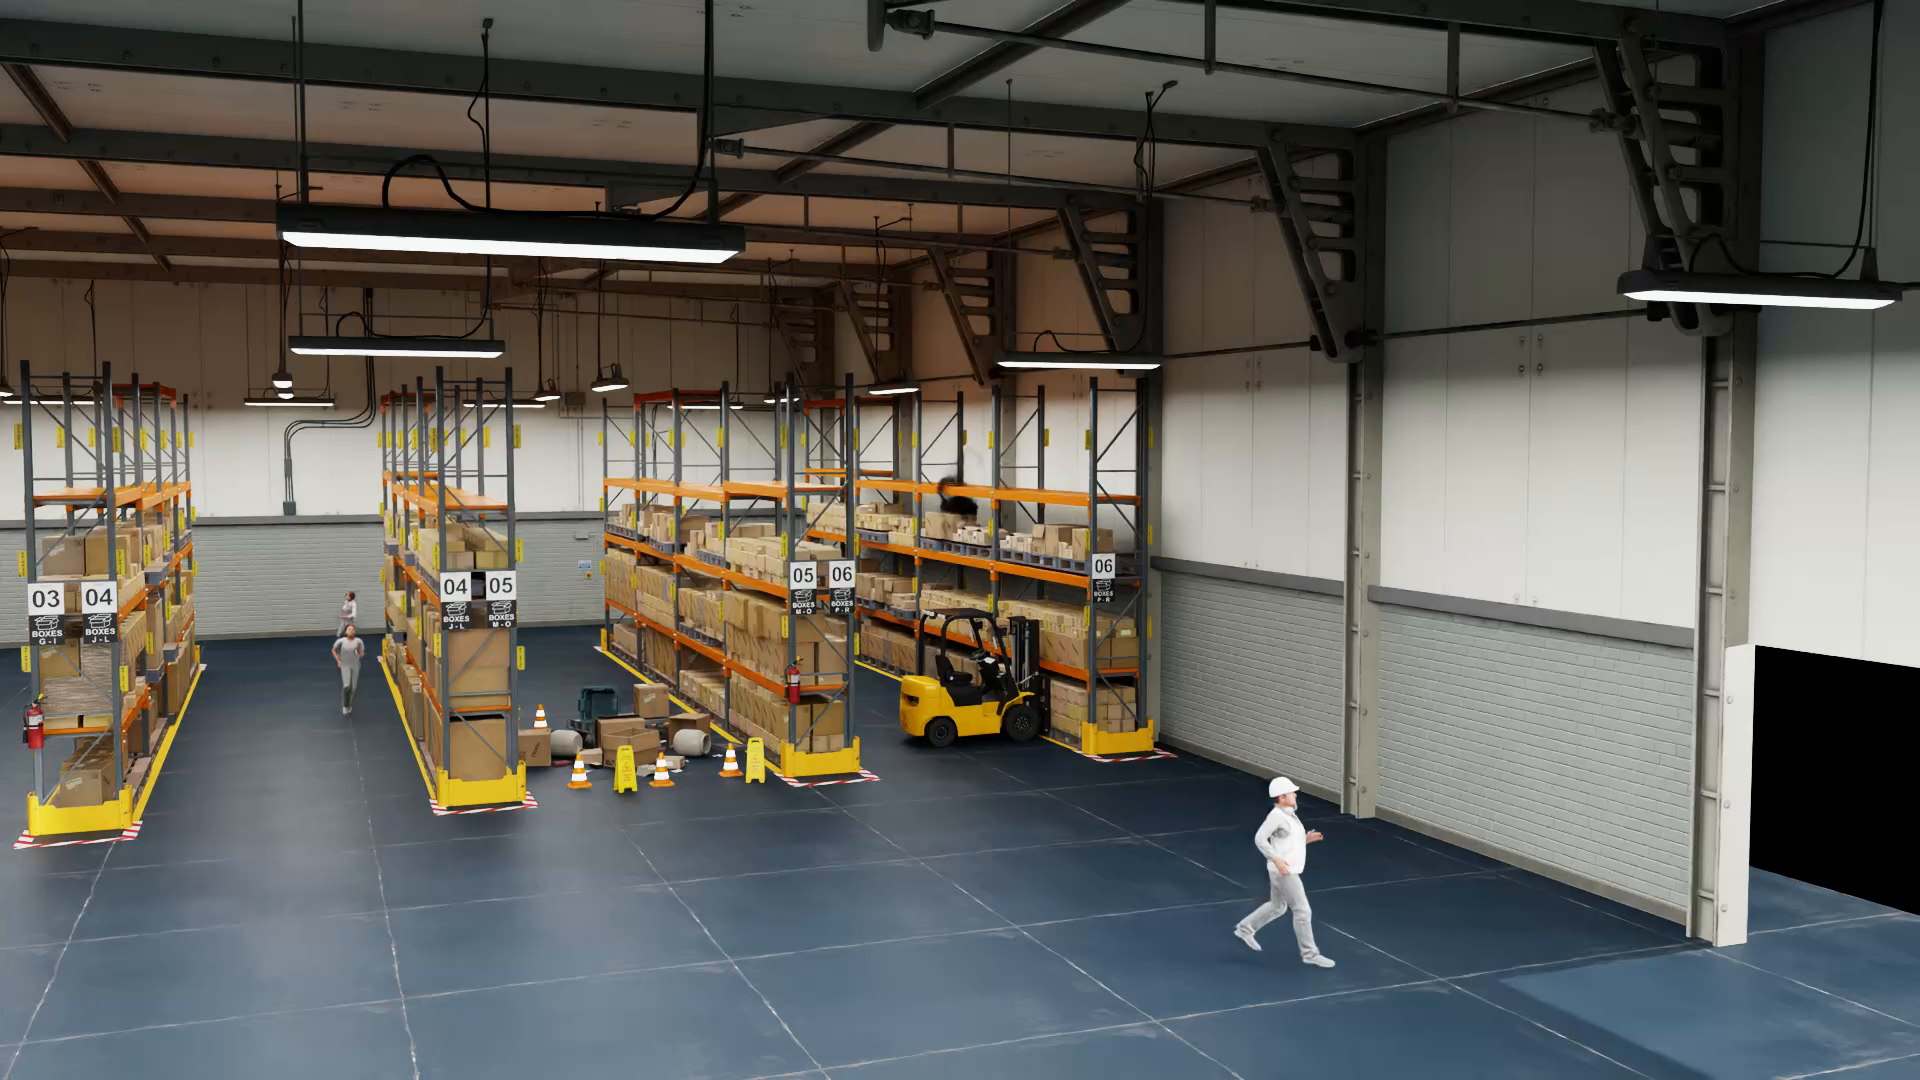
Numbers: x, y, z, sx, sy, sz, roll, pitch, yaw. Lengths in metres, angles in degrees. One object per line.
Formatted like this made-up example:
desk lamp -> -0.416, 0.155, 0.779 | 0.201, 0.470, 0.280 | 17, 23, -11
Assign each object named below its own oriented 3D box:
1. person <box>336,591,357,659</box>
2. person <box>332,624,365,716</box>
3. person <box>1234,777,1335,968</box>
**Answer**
person -> -13.904, 1.943, 37.870 | 0.561, 1.596, 0.636 | 2, 4, 29
person -> -11.096, 2.357, 30.248 | 0.539, 1.667, 0.687 | -2, 4, -31
person -> 3.095, 3.136, 15.839 | 0.968, 1.760, 0.653 | 1, 4, 16
